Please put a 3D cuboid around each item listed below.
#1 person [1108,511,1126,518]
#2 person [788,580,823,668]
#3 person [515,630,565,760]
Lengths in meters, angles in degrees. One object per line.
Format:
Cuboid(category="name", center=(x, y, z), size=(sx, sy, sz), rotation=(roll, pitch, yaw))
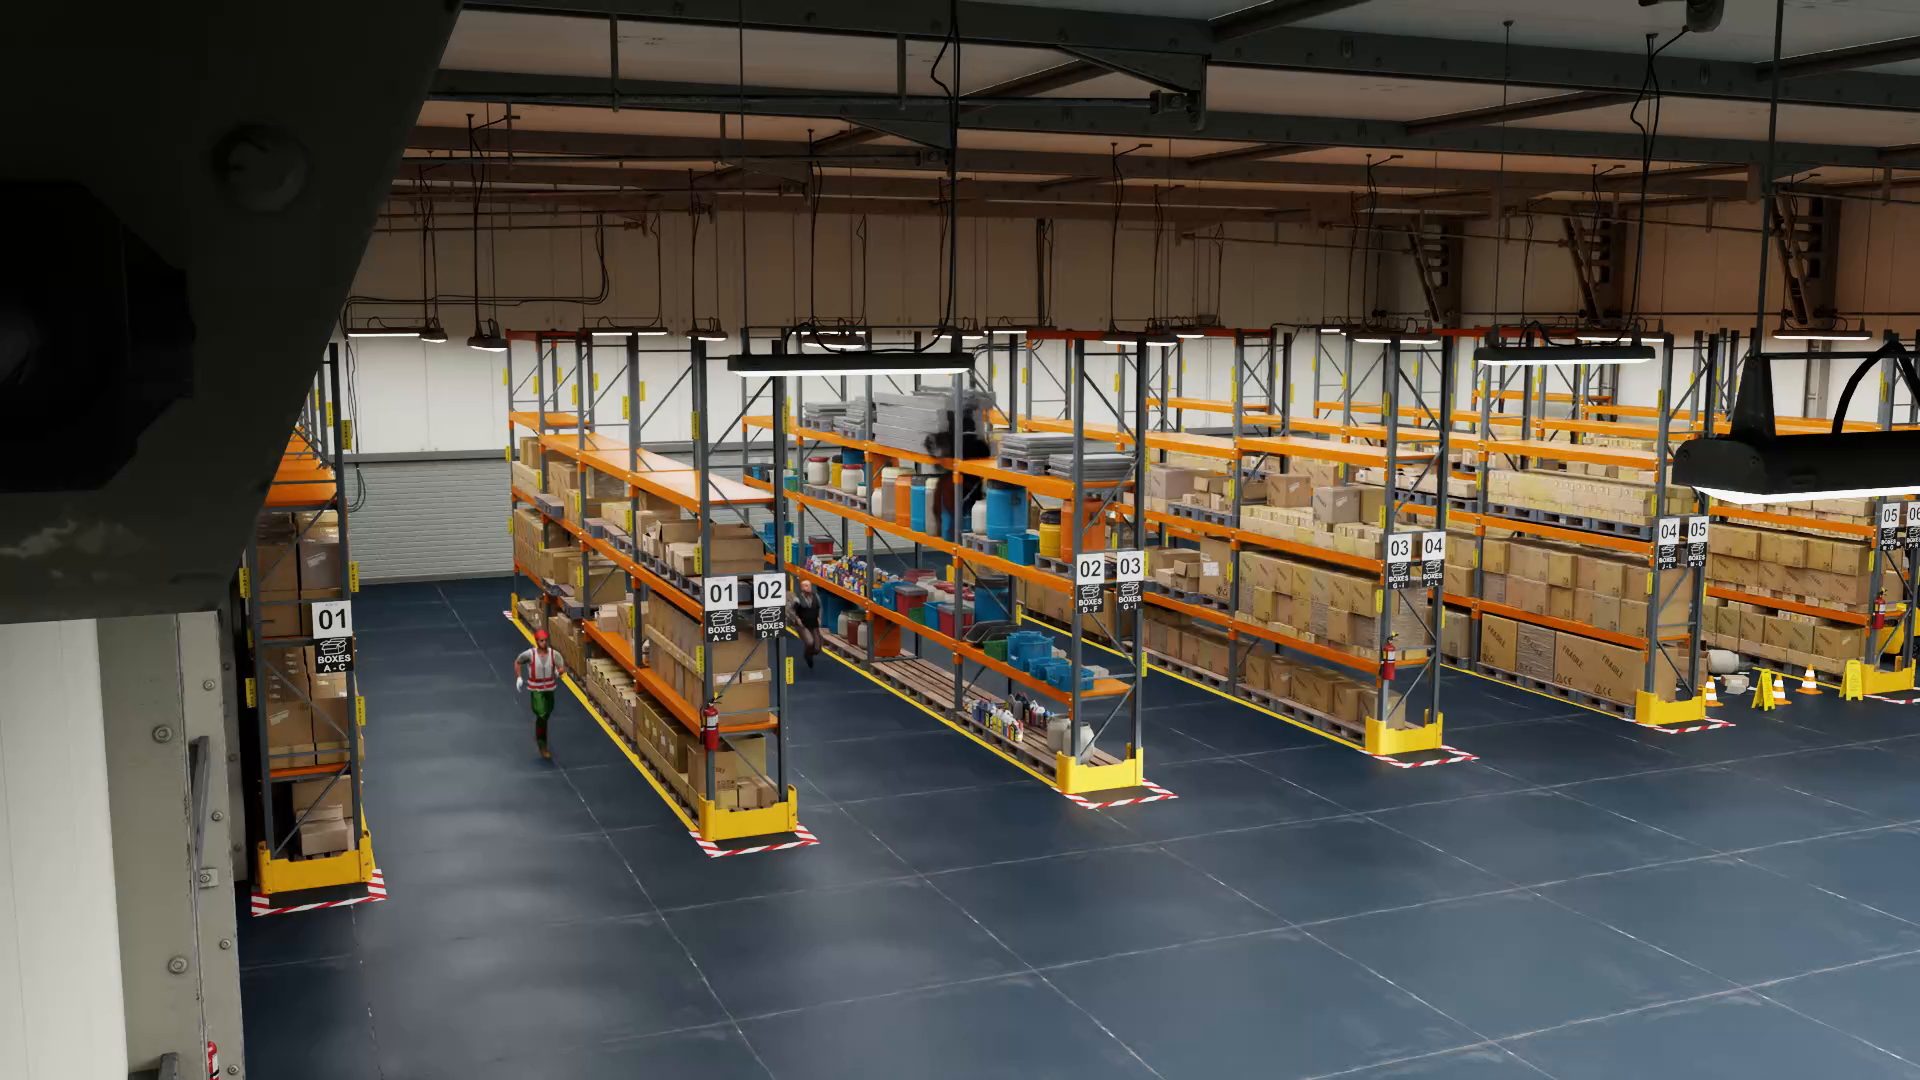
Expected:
Cuboid(category="person", center=(3.835, -0.111, 41.025), size=(0.703, 1.787, 0.818), rotation=(7, 10, 41))
Cuboid(category="person", center=(-2.670, 1.505, 29.179), size=(0.657, 1.610, 0.710), rotation=(-3, 9, -24))
Cuboid(category="person", center=(-6.016, 2.195, 23.928), size=(0.643, 1.844, 0.872), rotation=(-5, 9, -35))
